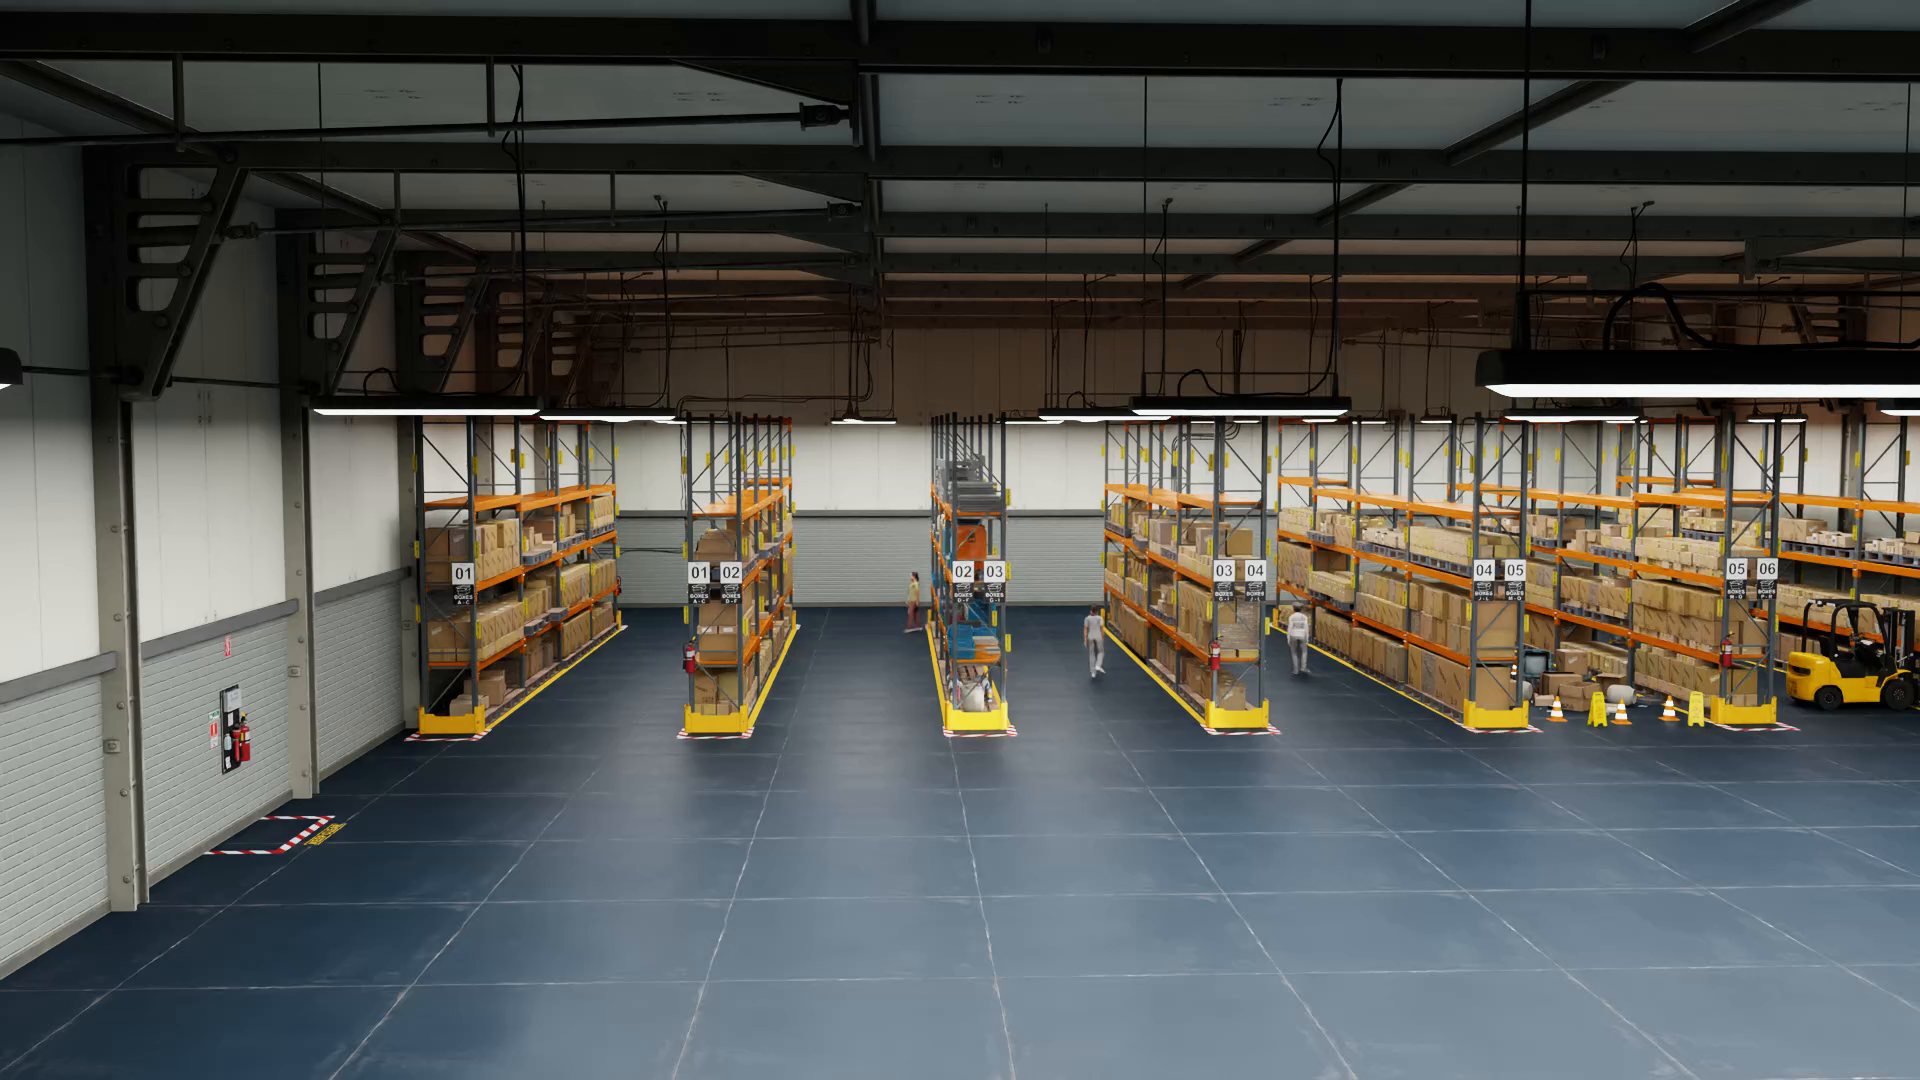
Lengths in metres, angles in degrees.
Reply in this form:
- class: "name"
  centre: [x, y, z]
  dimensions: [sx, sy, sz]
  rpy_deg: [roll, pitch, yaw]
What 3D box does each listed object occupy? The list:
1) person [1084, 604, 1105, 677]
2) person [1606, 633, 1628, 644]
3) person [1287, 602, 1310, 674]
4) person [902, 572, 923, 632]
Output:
- class: "person"
  centre: [3.077, 2.295, 38.066]
  dimensions: [0.494, 1.661, 0.471]
  rpy_deg: [1, 4, 8]
- class: "person"
  centre: [17.382, 1.879, 43.726]
  dimensions: [0.542, 1.785, 0.554]
  rpy_deg: [-2, 4, -21]
- class: "person"
  centre: [7.815, 2.278, 38.425]
  dimensions: [0.512, 1.674, 0.516]
  rpy_deg: [0, 4, -1]
- class: "person"
  centre: [-1.343, 1.732, 46.534]
  dimensions: [0.600, 1.690, 0.504]
  rpy_deg: [-1, 4, -10]
